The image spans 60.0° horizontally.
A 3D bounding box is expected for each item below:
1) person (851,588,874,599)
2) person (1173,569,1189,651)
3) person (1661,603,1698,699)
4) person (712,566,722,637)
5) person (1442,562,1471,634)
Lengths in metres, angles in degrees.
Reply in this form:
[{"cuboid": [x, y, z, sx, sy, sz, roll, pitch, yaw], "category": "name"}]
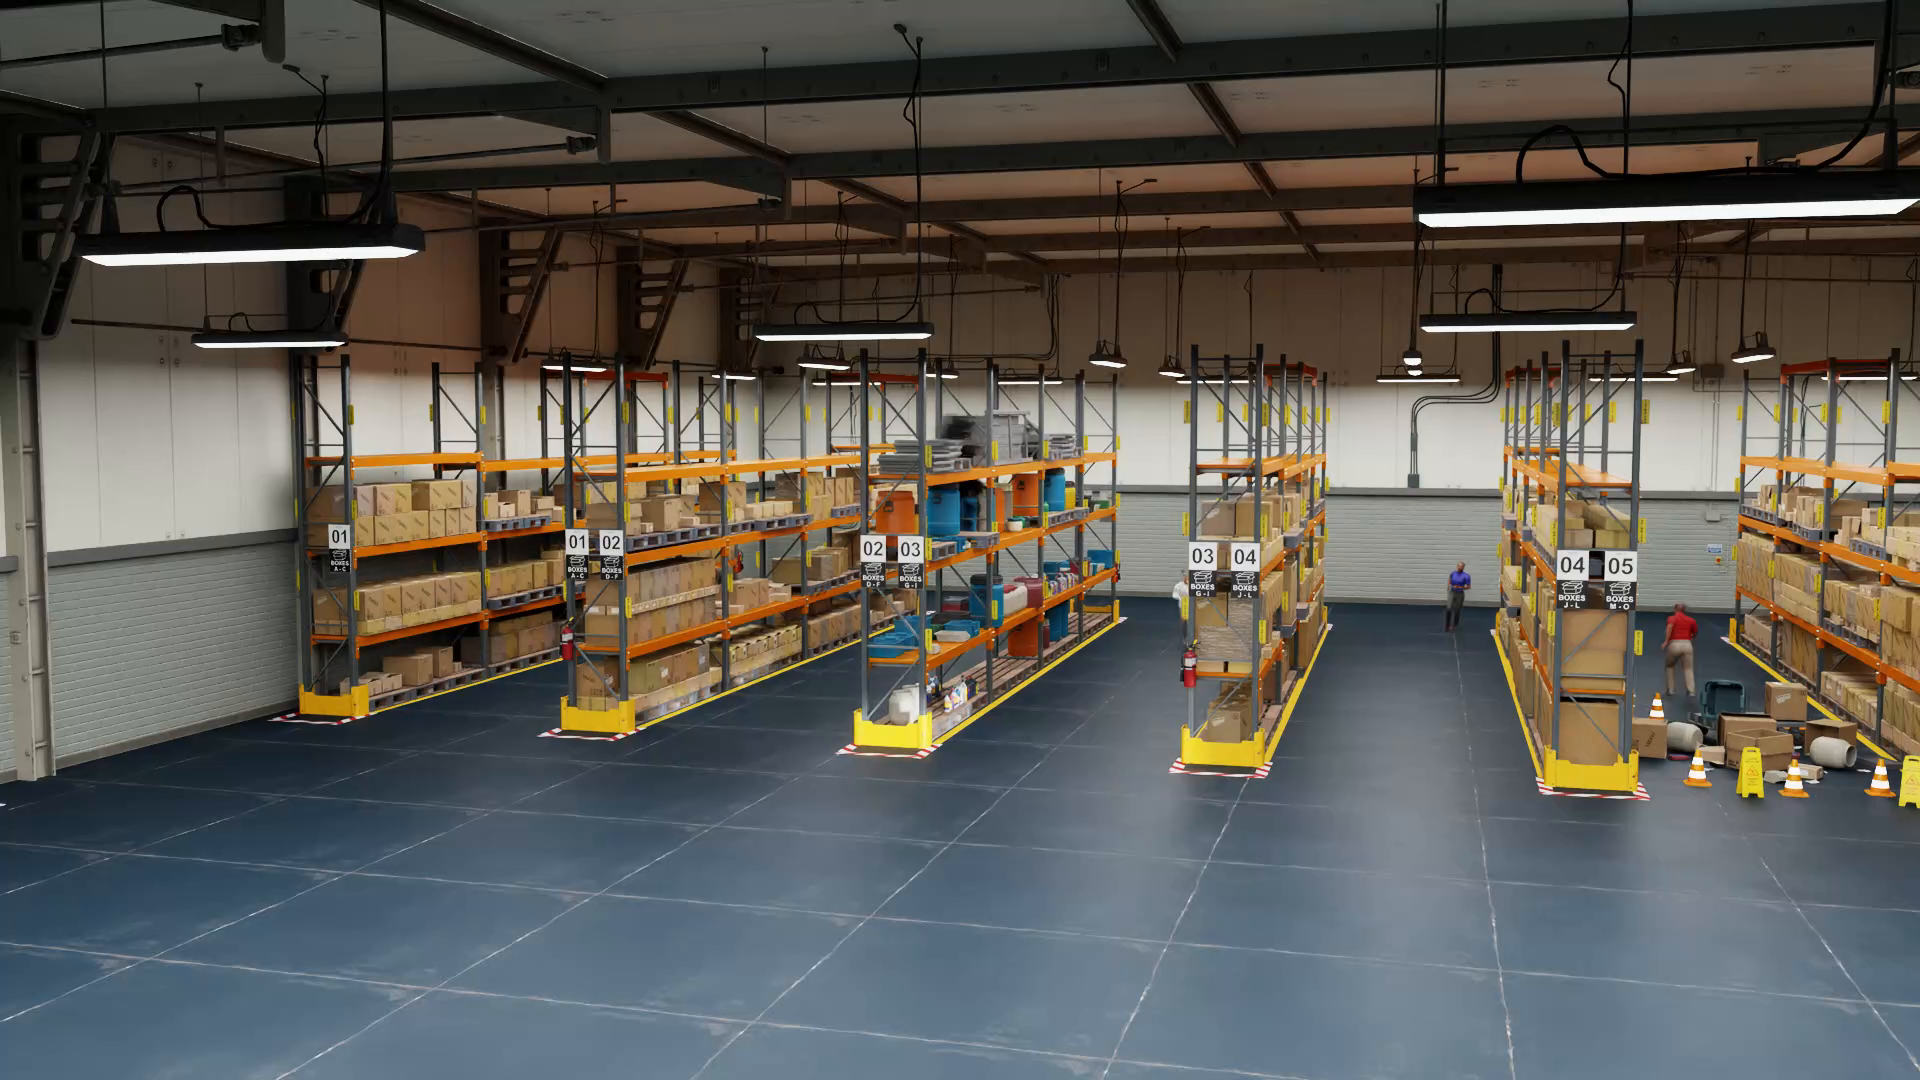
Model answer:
[{"cuboid": [-2.491, 0.819, 43.850, 0.928, 1.754, 0.653, 2, 5, 25], "category": "person"}, {"cuboid": [4.858, 1.485, 35.664, 0.584, 1.745, 0.830, 1, 4, 12], "category": "person"}, {"cuboid": [12.673, 1.972, 29.254, 0.667, 1.706, 1.001, 1, 4, 7], "category": "person"}, {"cuboid": [-5.438, 1.386, 37.530, 0.692, 1.678, 1.013, 0, 4, 3], "category": "person"}, {"cuboid": [11.482, 1.334, 38.307, 0.599, 1.705, 0.664, 2, 5, 29], "category": "person"}]
